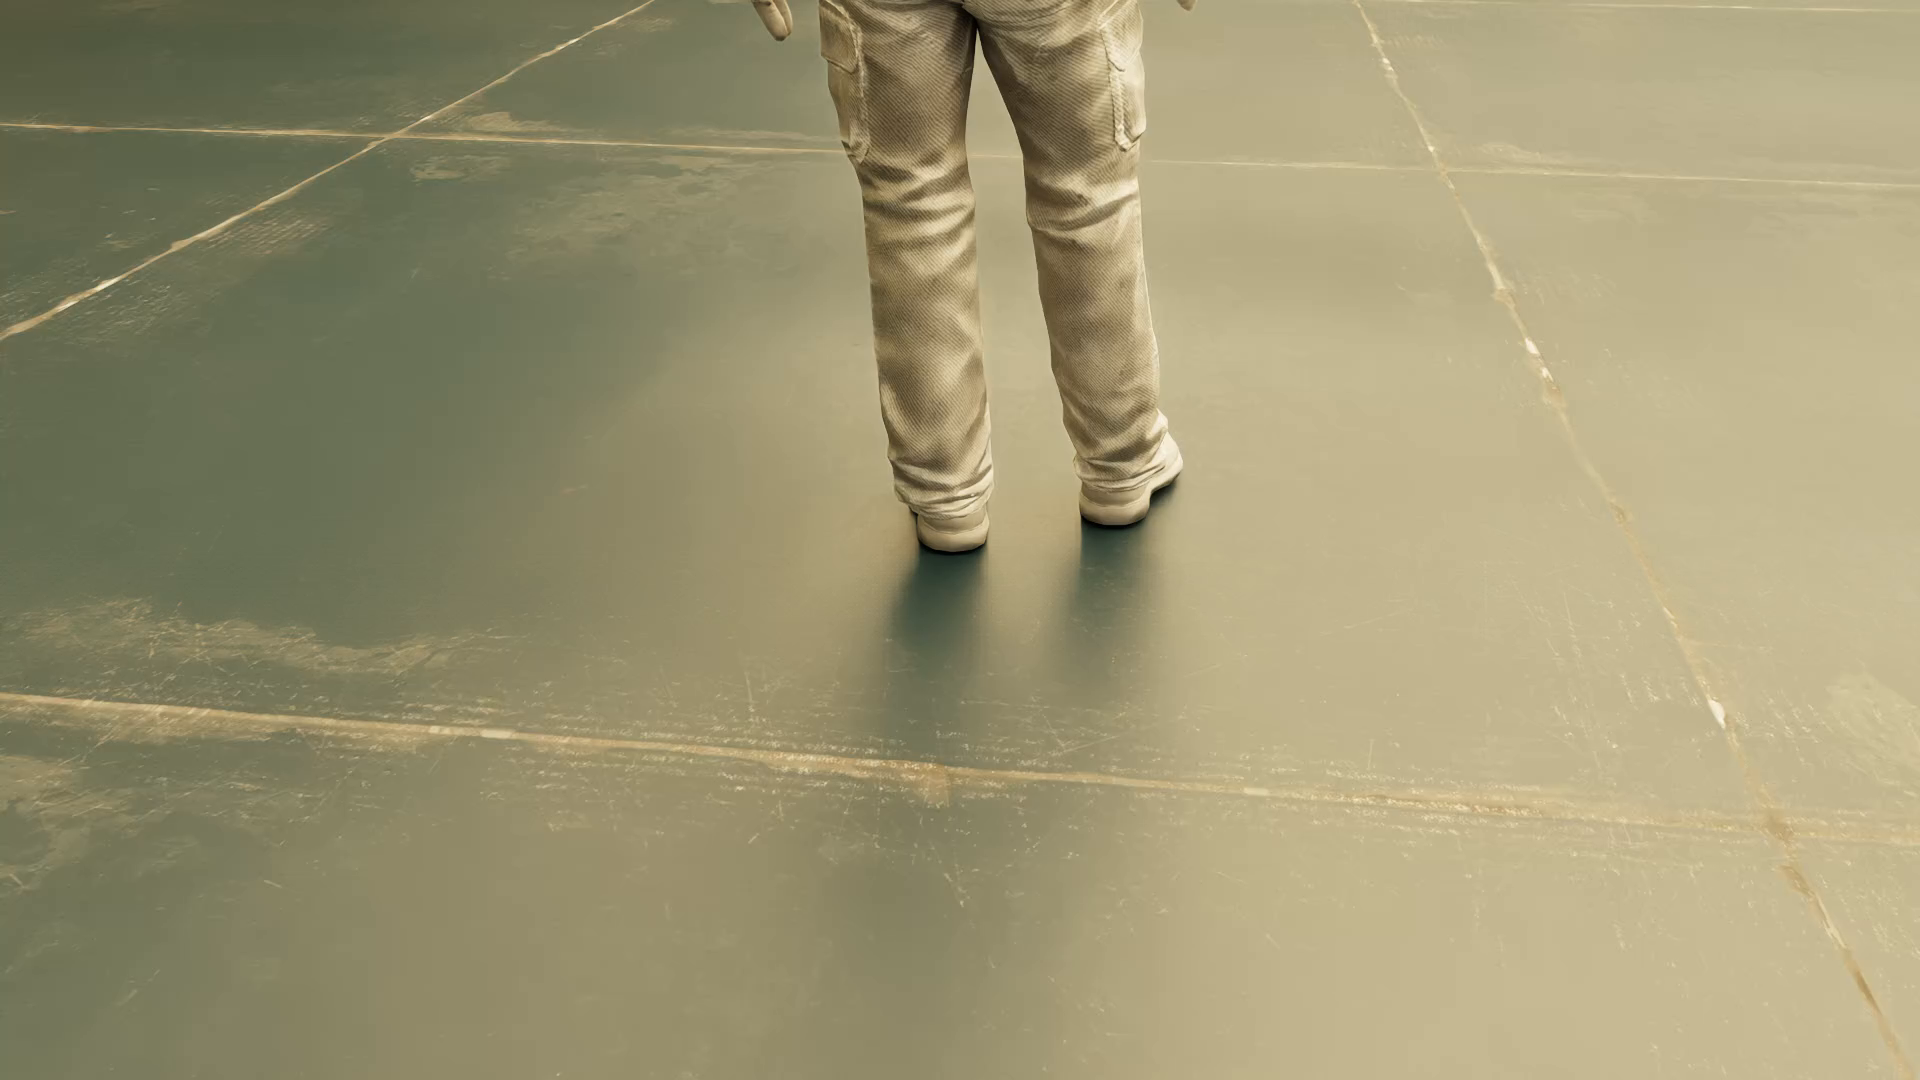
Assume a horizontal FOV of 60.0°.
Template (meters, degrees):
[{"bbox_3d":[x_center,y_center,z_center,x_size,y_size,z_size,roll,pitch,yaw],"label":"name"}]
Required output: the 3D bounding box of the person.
[{"bbox_3d":[0.019,-0.836,2.161,0.656,1.782,0.577,3,27,7],"label":"person"}]
